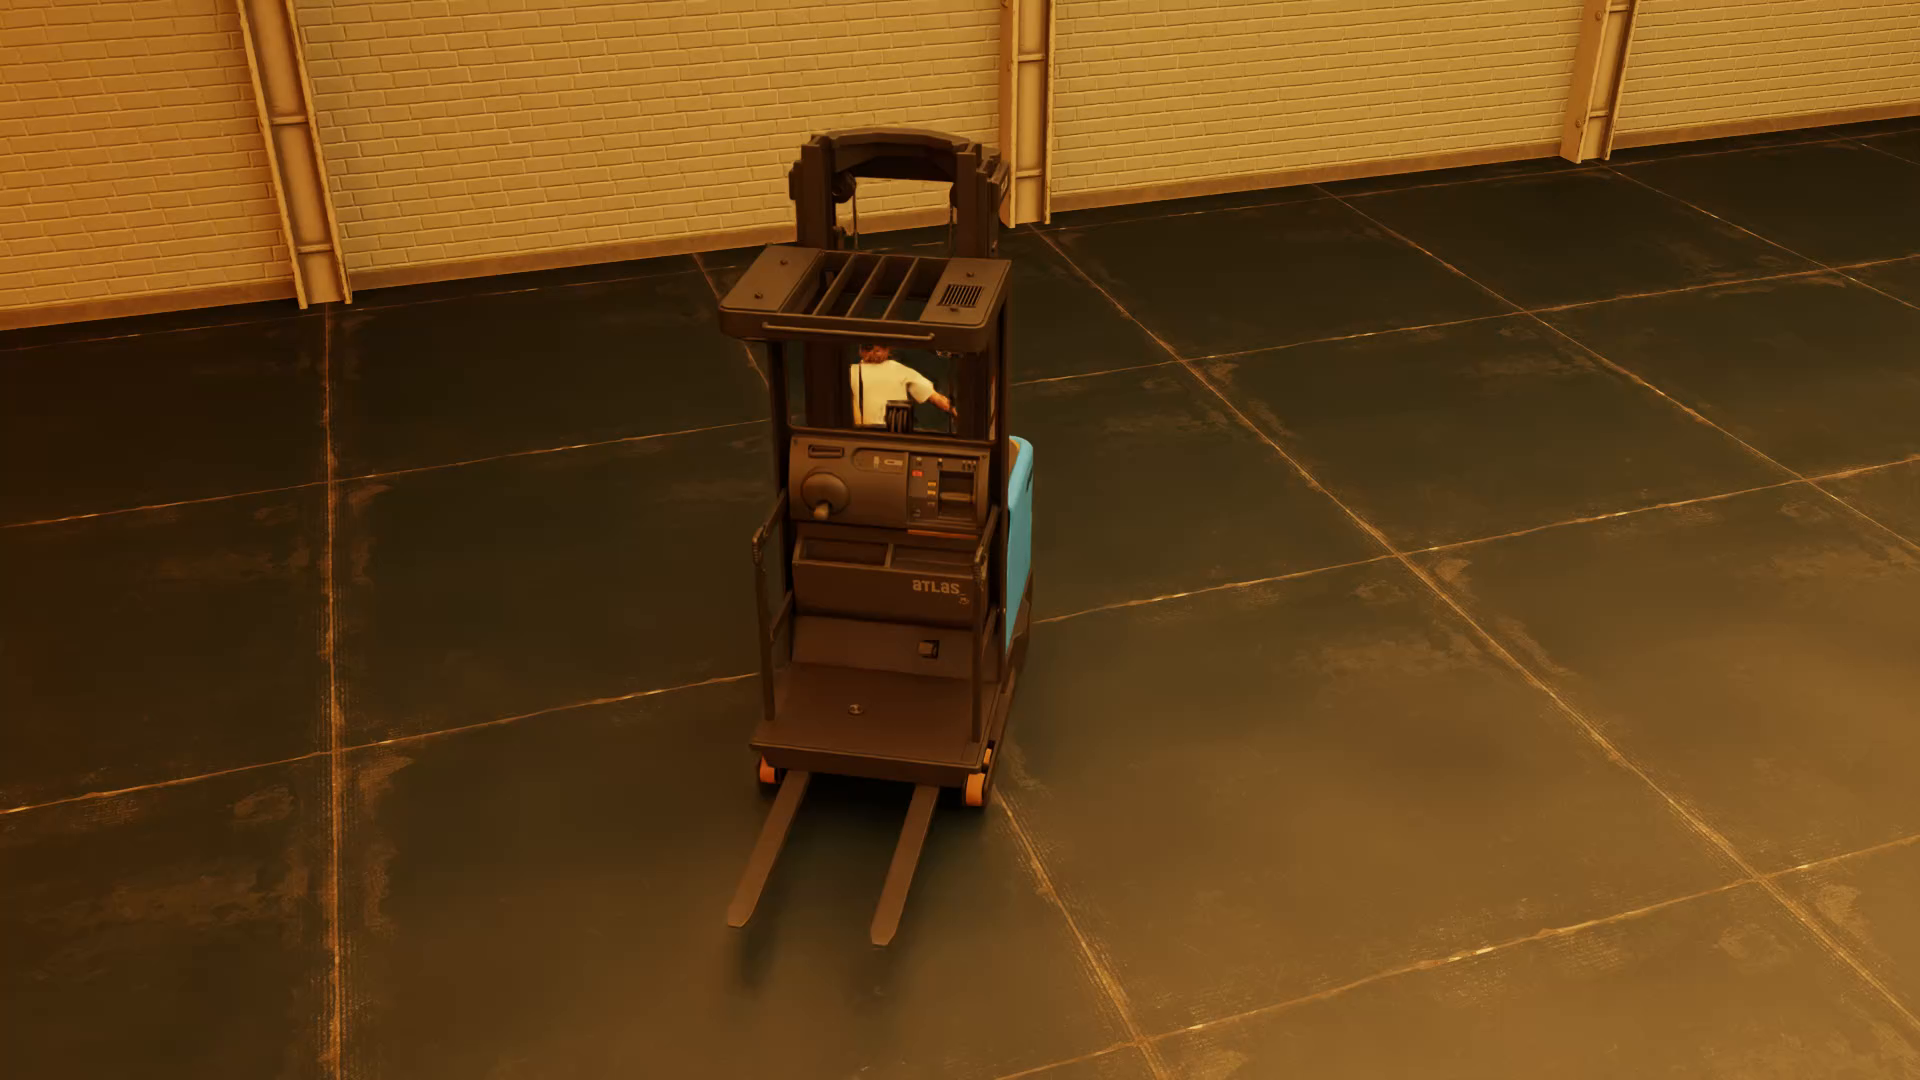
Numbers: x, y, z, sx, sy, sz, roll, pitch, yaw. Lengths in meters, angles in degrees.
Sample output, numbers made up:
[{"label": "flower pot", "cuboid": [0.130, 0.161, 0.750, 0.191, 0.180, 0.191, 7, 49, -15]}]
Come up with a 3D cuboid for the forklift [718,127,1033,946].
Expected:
[{"label": "forklift", "cuboid": [-0.363, -0.208, 7.449, 1.130, 2.935, 3.031, 5, 30, 9]}]

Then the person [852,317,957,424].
[{"label": "person", "cuboid": [-0.332, -0.641, 9.719, 0.974, 1.436, 0.834, -8, 31, -13]}]
